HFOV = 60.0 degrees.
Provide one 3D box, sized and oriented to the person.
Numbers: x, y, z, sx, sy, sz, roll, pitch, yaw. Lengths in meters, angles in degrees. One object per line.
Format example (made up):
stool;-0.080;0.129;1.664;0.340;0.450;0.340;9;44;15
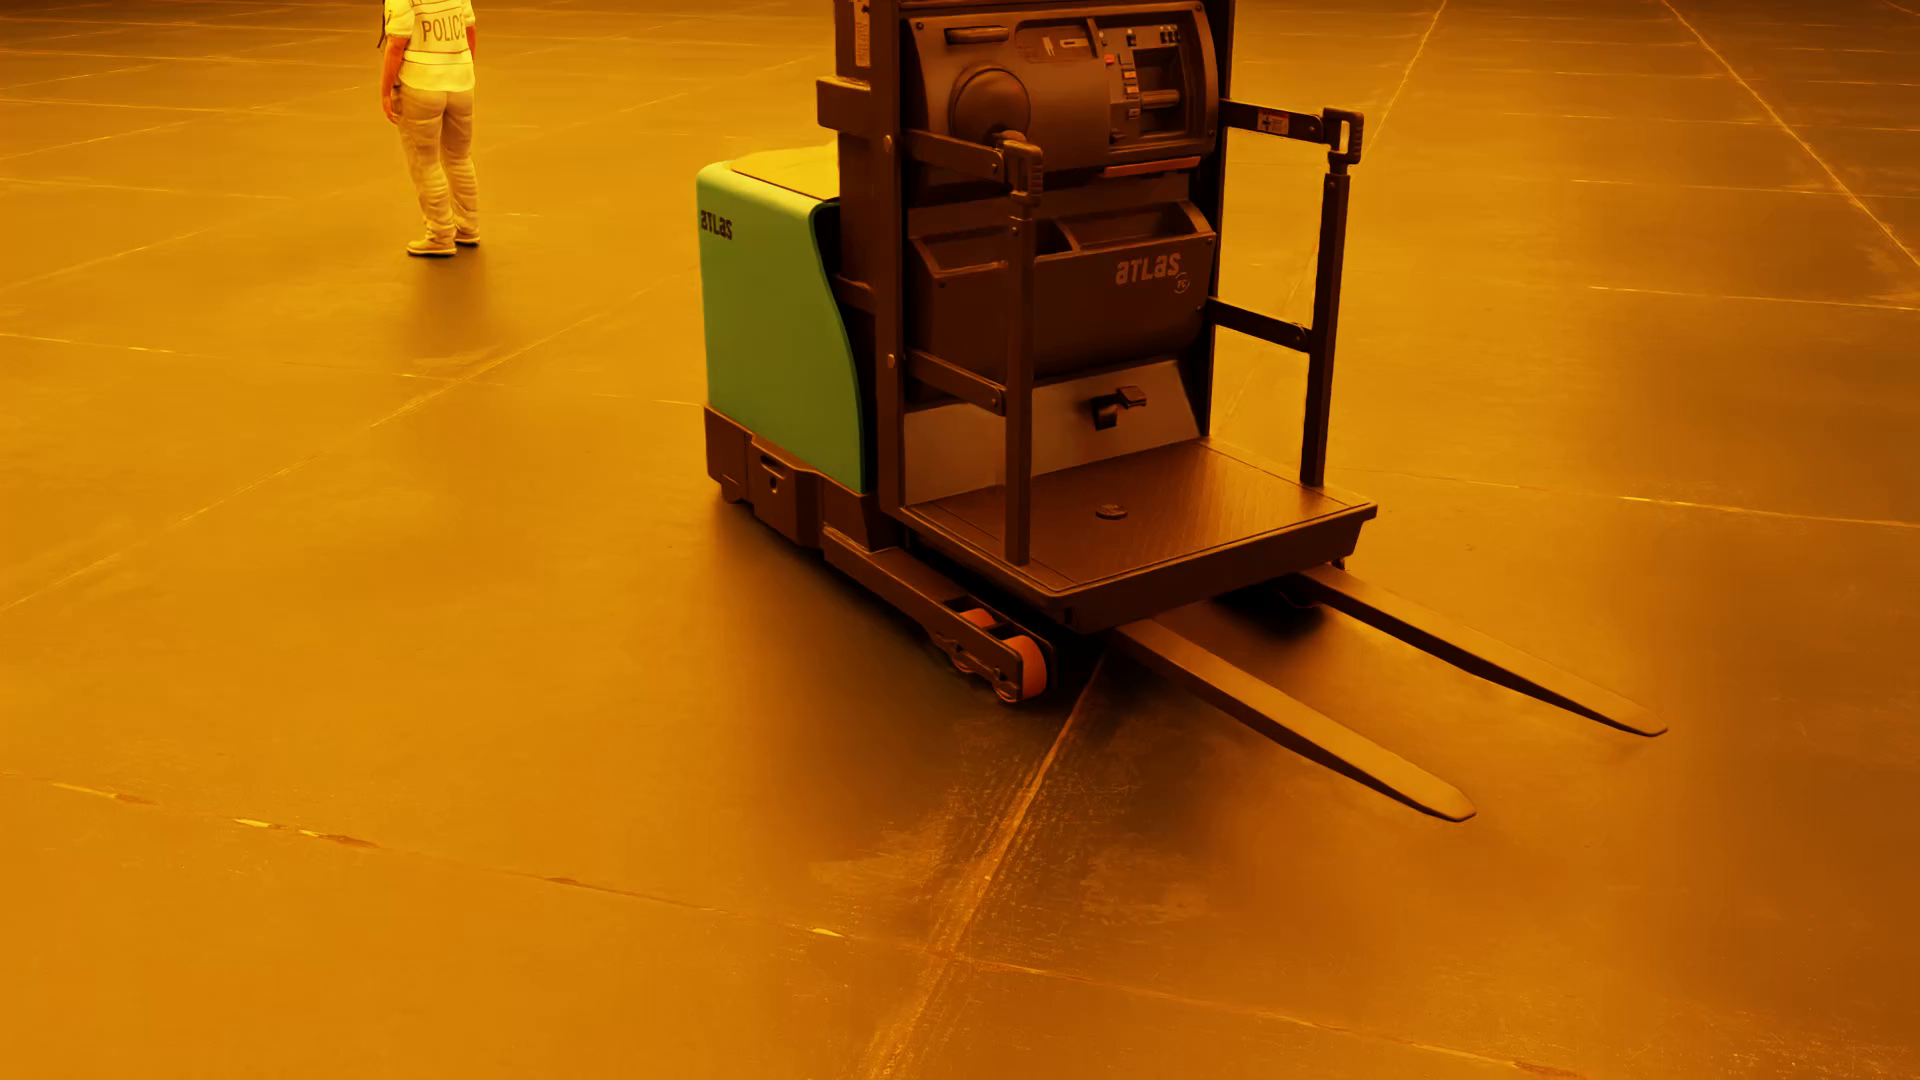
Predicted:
person;-2.738;-2.300;8.491;0.526;1.671;0.593;14;26;31

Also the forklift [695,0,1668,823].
forklift;0.402;-1.156;4.080;1.130;2.935;3.031;-14;26;-31
